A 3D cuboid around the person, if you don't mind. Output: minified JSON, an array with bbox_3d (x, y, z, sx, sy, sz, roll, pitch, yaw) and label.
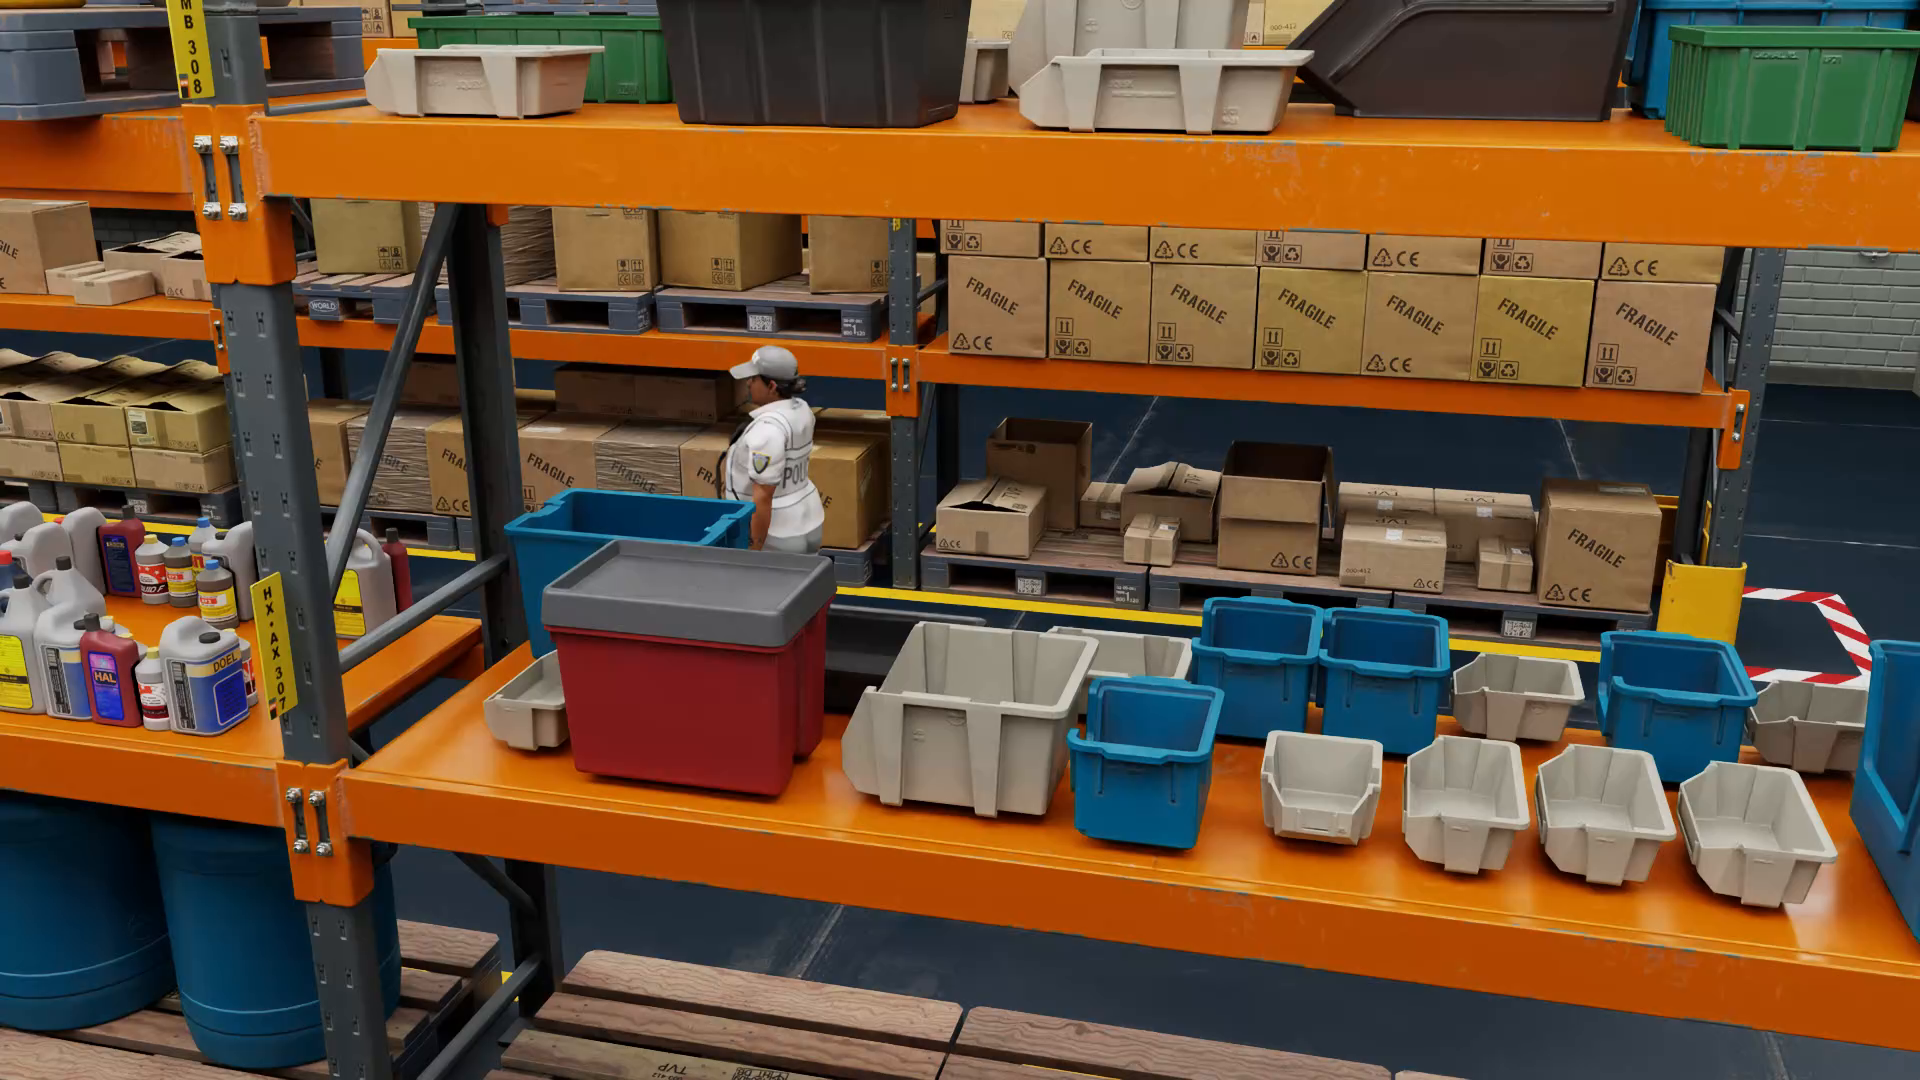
[{"bbox_3d":[-0.793,-0.009,7.087,0.388,1.664,0.467,5,19,15],"label":"person"}]
